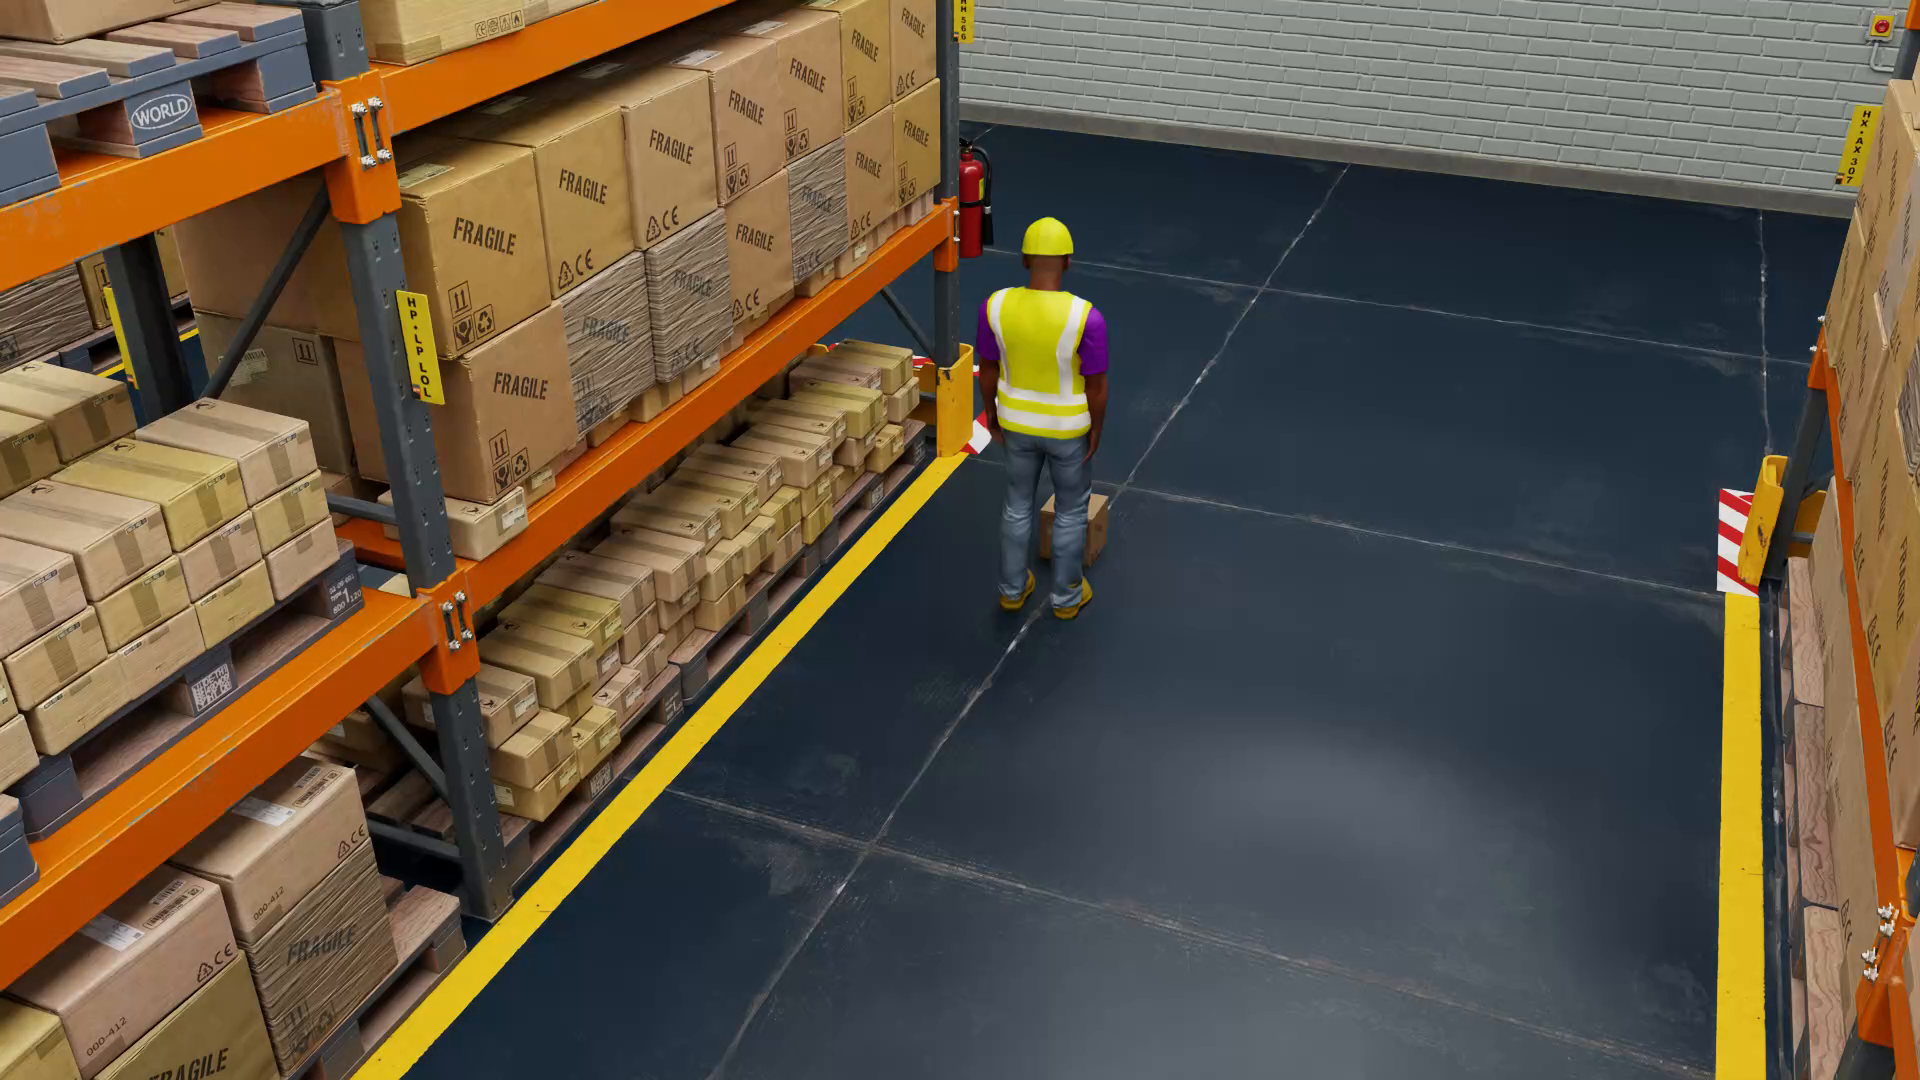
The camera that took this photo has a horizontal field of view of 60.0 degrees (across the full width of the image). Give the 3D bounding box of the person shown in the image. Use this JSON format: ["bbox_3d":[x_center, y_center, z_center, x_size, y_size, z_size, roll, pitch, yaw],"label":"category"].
[{"bbox_3d":[0.349,-0.497,6.988,0.566,1.760,0.366,11,31,19],"label":"person"}]
